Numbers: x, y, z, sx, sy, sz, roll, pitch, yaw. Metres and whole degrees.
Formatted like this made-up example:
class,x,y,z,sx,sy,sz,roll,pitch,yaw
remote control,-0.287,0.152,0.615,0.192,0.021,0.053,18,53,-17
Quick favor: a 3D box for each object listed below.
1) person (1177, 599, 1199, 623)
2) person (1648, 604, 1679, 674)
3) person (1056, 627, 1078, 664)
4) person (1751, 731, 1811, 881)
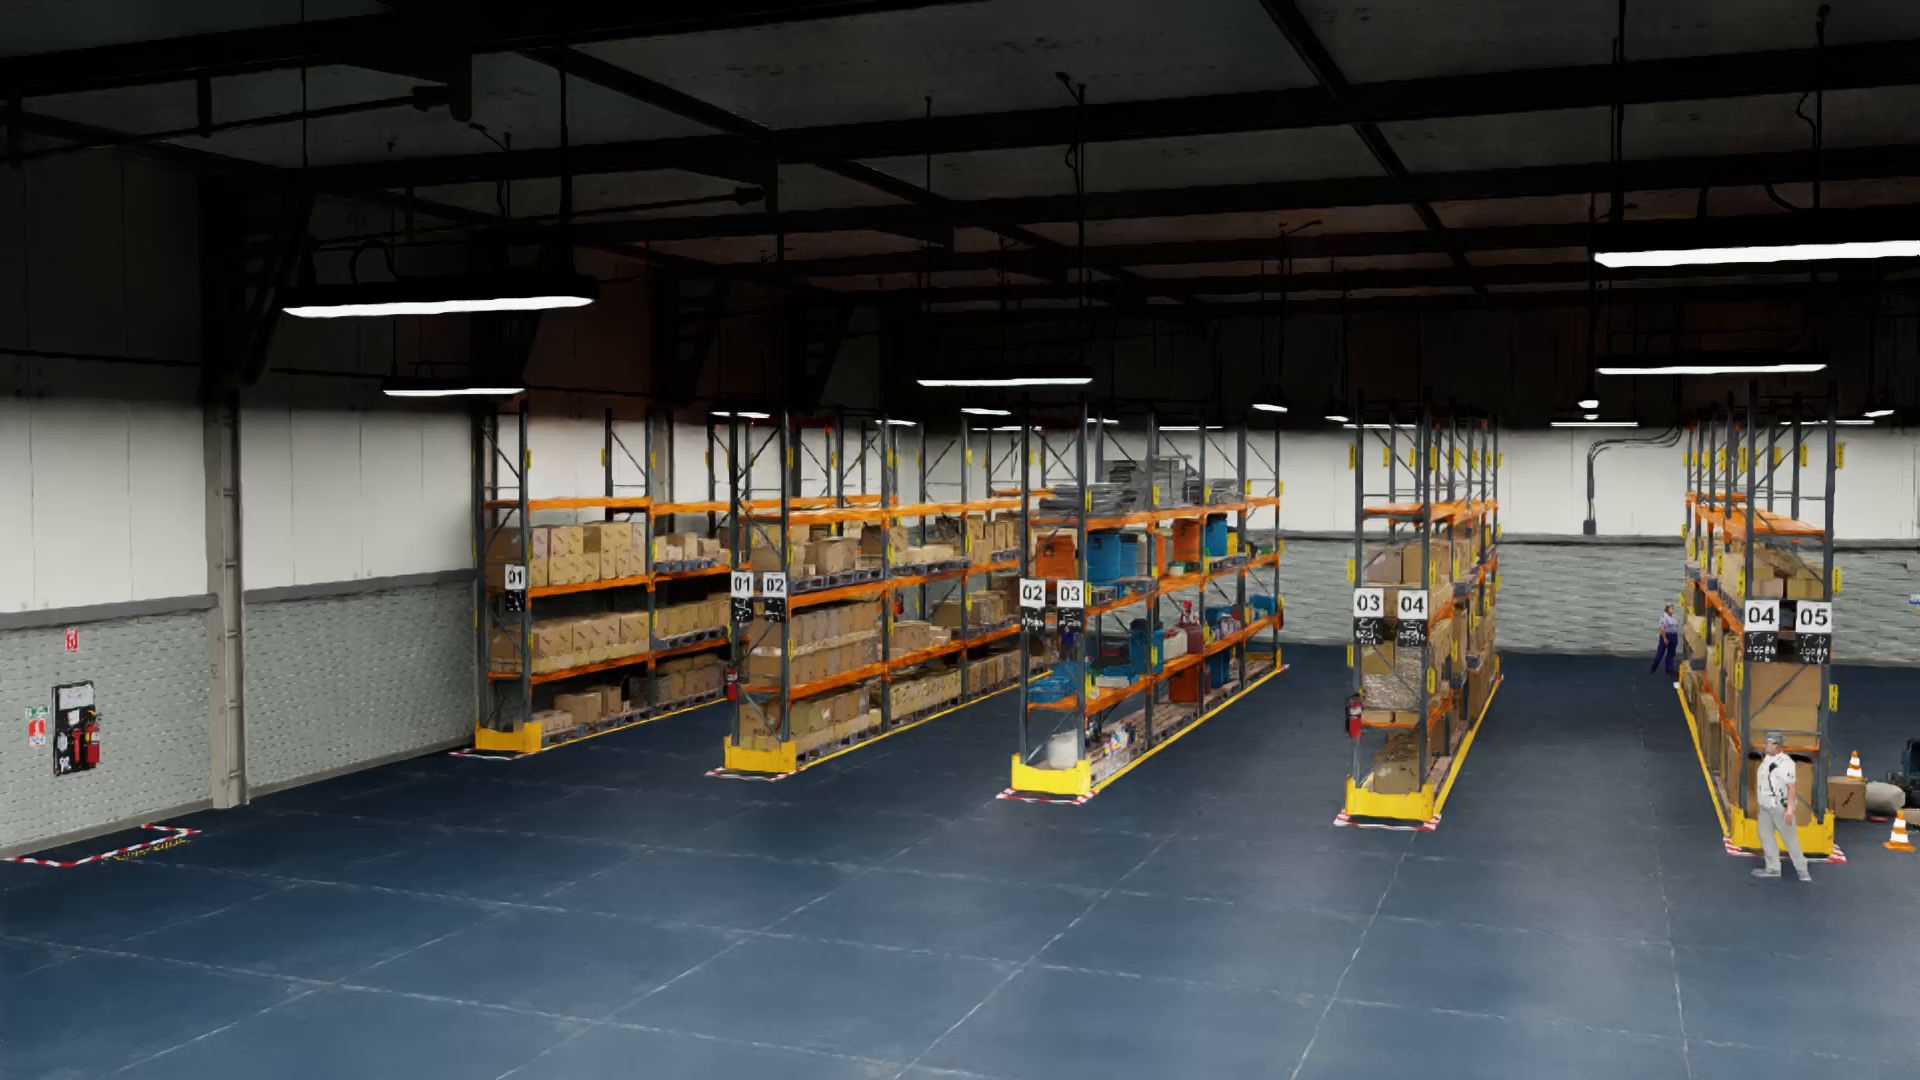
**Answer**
class,x,y,z,sx,sy,sz,roll,pitch,yaw
person,5.346,2.237,38.984,0.553,1.709,1.123,1,3,24
person,16.404,2.303,38.765,0.683,1.645,0.476,-2,3,-29
person,2.422,2.399,37.205,0.592,1.604,0.518,1,3,19
person,9.832,3.168,19.870,0.561,1.749,0.655,0,3,-6
